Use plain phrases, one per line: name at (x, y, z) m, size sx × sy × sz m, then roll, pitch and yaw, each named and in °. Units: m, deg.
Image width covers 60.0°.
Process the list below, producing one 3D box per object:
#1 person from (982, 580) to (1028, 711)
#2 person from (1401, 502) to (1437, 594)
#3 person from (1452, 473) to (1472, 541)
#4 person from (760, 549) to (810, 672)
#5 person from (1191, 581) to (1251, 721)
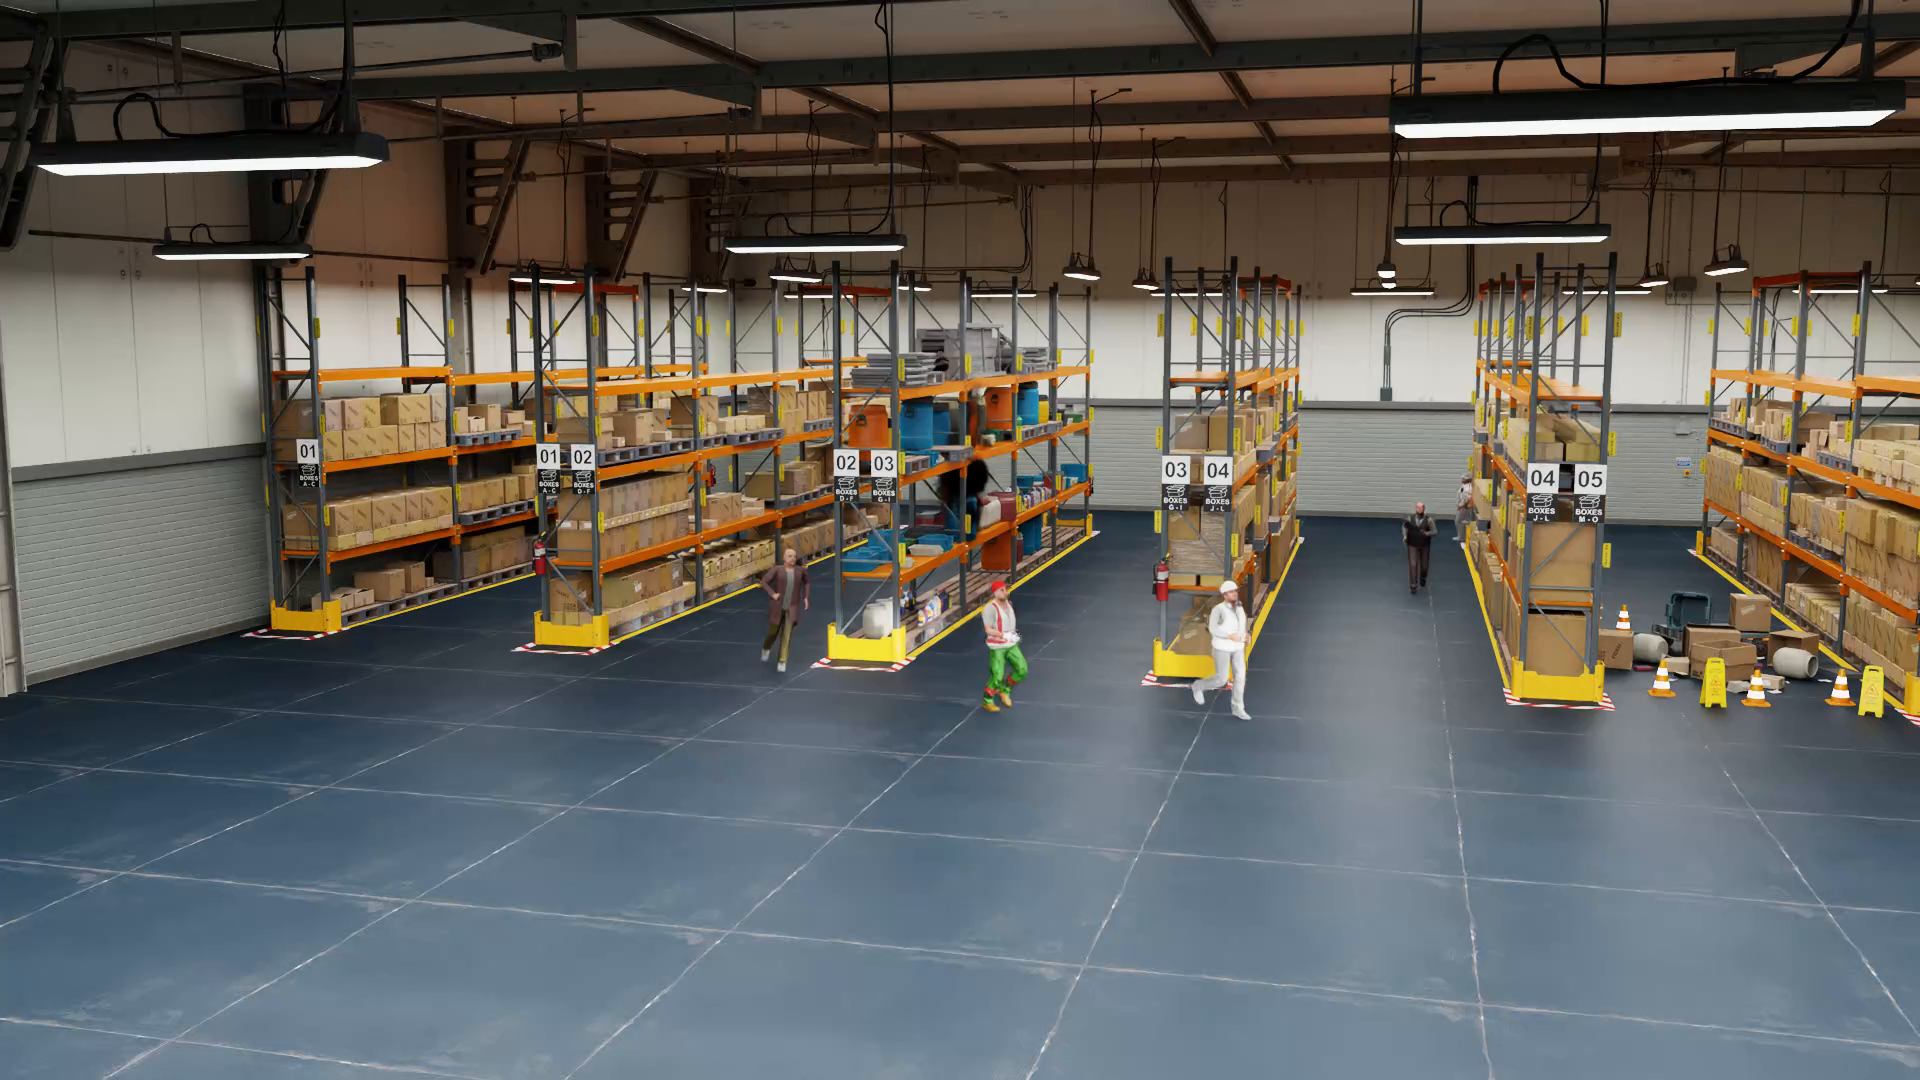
person at (0.585, 1.384, 21.639) m, size 0.640 × 1.740 × 0.679 m, roll -6°, pitch 10°, yaw -41°
person at (8.713, 0.131, 31.599) m, size 0.662 × 1.698 × 0.961 m, roll 2°, pitch 8°, yaw 17°
person at (11.973, -0.783, 39.241) m, size 0.582 × 1.636 × 0.653 m, roll 0°, pitch 7°, yaw 4°
person at (-2.556, 1.009, 24.581) m, size 0.769 × 1.748 × 0.997 m, roll -2°, pitch 7°, yaw -13°
person at (3.459, 1.403, 21.620) m, size 0.670 × 1.777 × 0.904 m, roll -5°, pitch 9°, yaw -35°
